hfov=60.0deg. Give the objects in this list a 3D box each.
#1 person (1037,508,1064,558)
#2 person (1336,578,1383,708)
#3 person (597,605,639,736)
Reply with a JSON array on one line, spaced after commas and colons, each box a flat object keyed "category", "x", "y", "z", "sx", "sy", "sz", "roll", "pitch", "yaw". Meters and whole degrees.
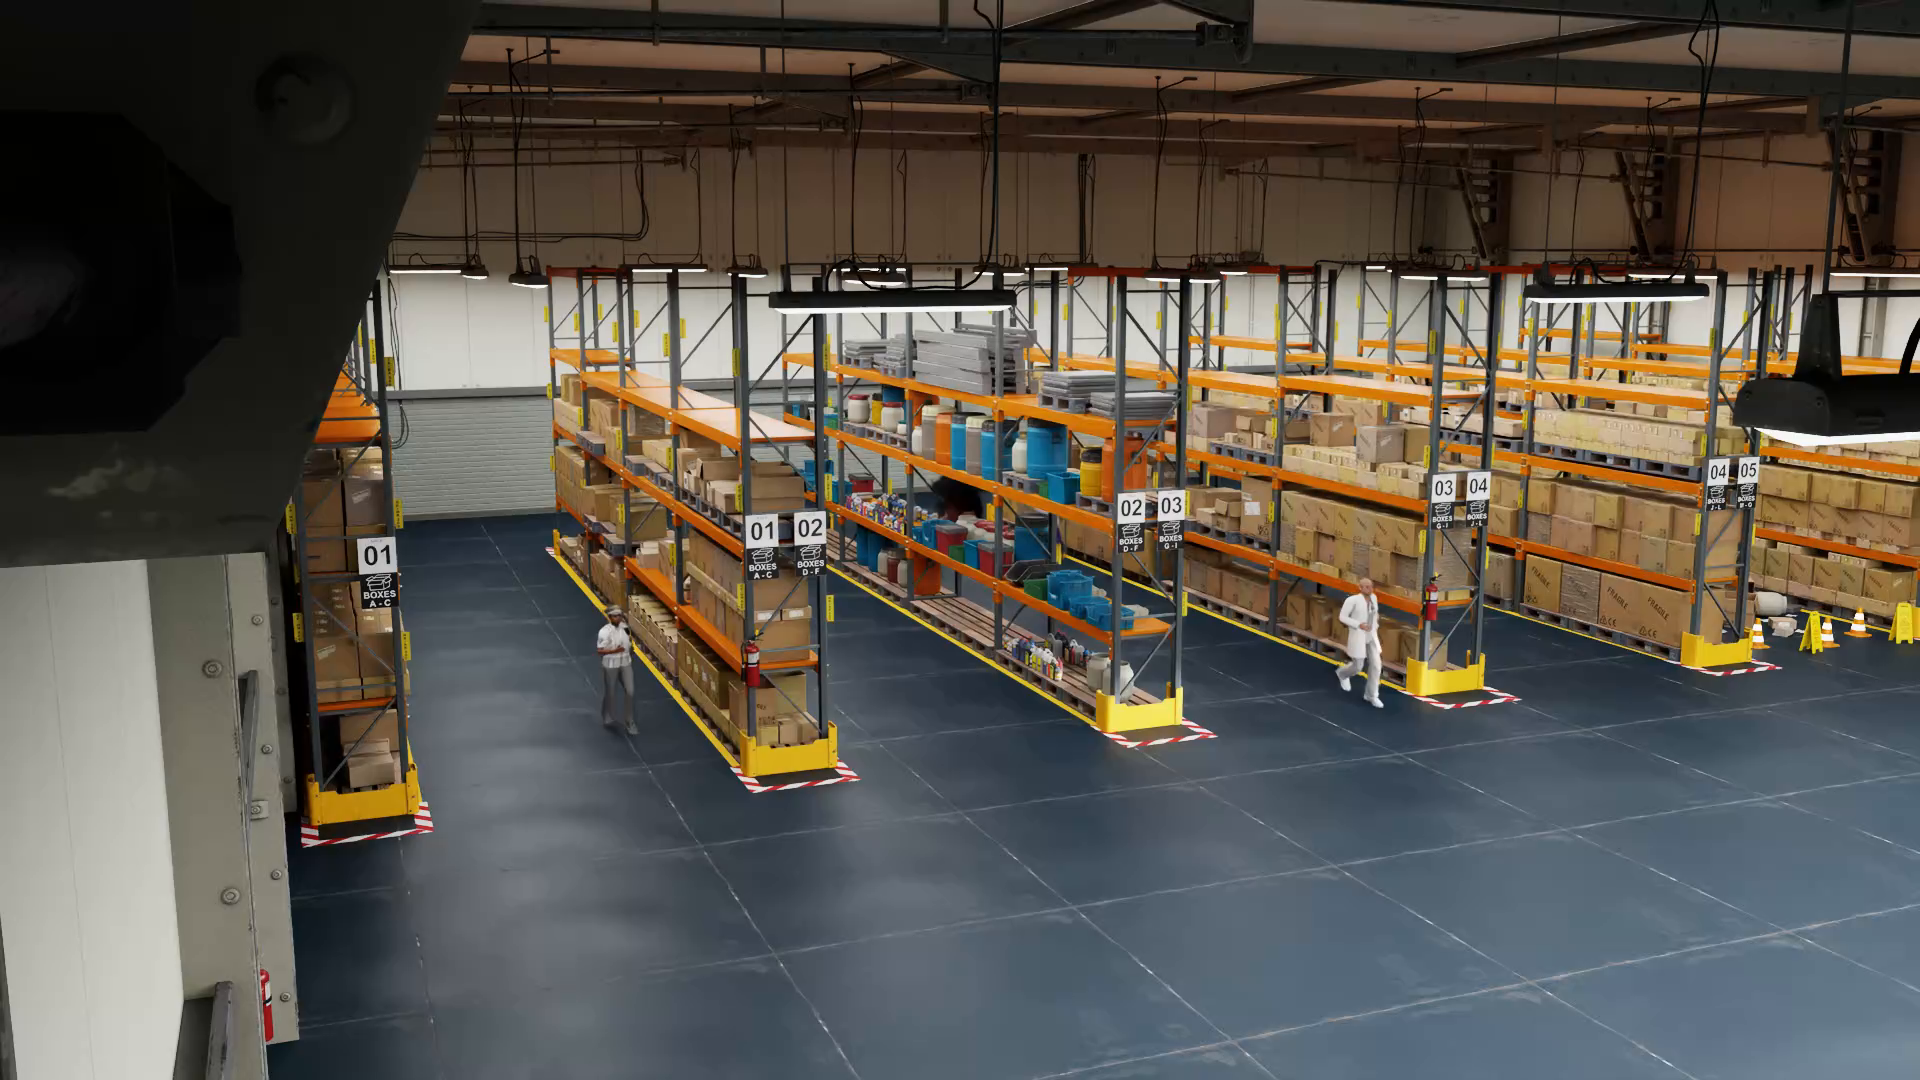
[{"category": "person", "x": 1.707, "y": -0.061, "z": 30.882, "sx": 0.591, "sy": 1.680, "sz": 0.576, "roll": -6, "pitch": 11, "yaw": -30}, {"category": "person", "x": 5.675, "y": 1.412, "z": 23.538, "sx": 0.747, "sy": 1.791, "sz": 0.962, "roll": -4, "pitch": 11, "yaw": -22}, {"category": "person", "x": -4.550, "y": 1.703, "z": 22.014, "sx": 0.564, "sy": 1.741, "sz": 0.753, "roll": -7, "pitch": 12, "yaw": -36}]
